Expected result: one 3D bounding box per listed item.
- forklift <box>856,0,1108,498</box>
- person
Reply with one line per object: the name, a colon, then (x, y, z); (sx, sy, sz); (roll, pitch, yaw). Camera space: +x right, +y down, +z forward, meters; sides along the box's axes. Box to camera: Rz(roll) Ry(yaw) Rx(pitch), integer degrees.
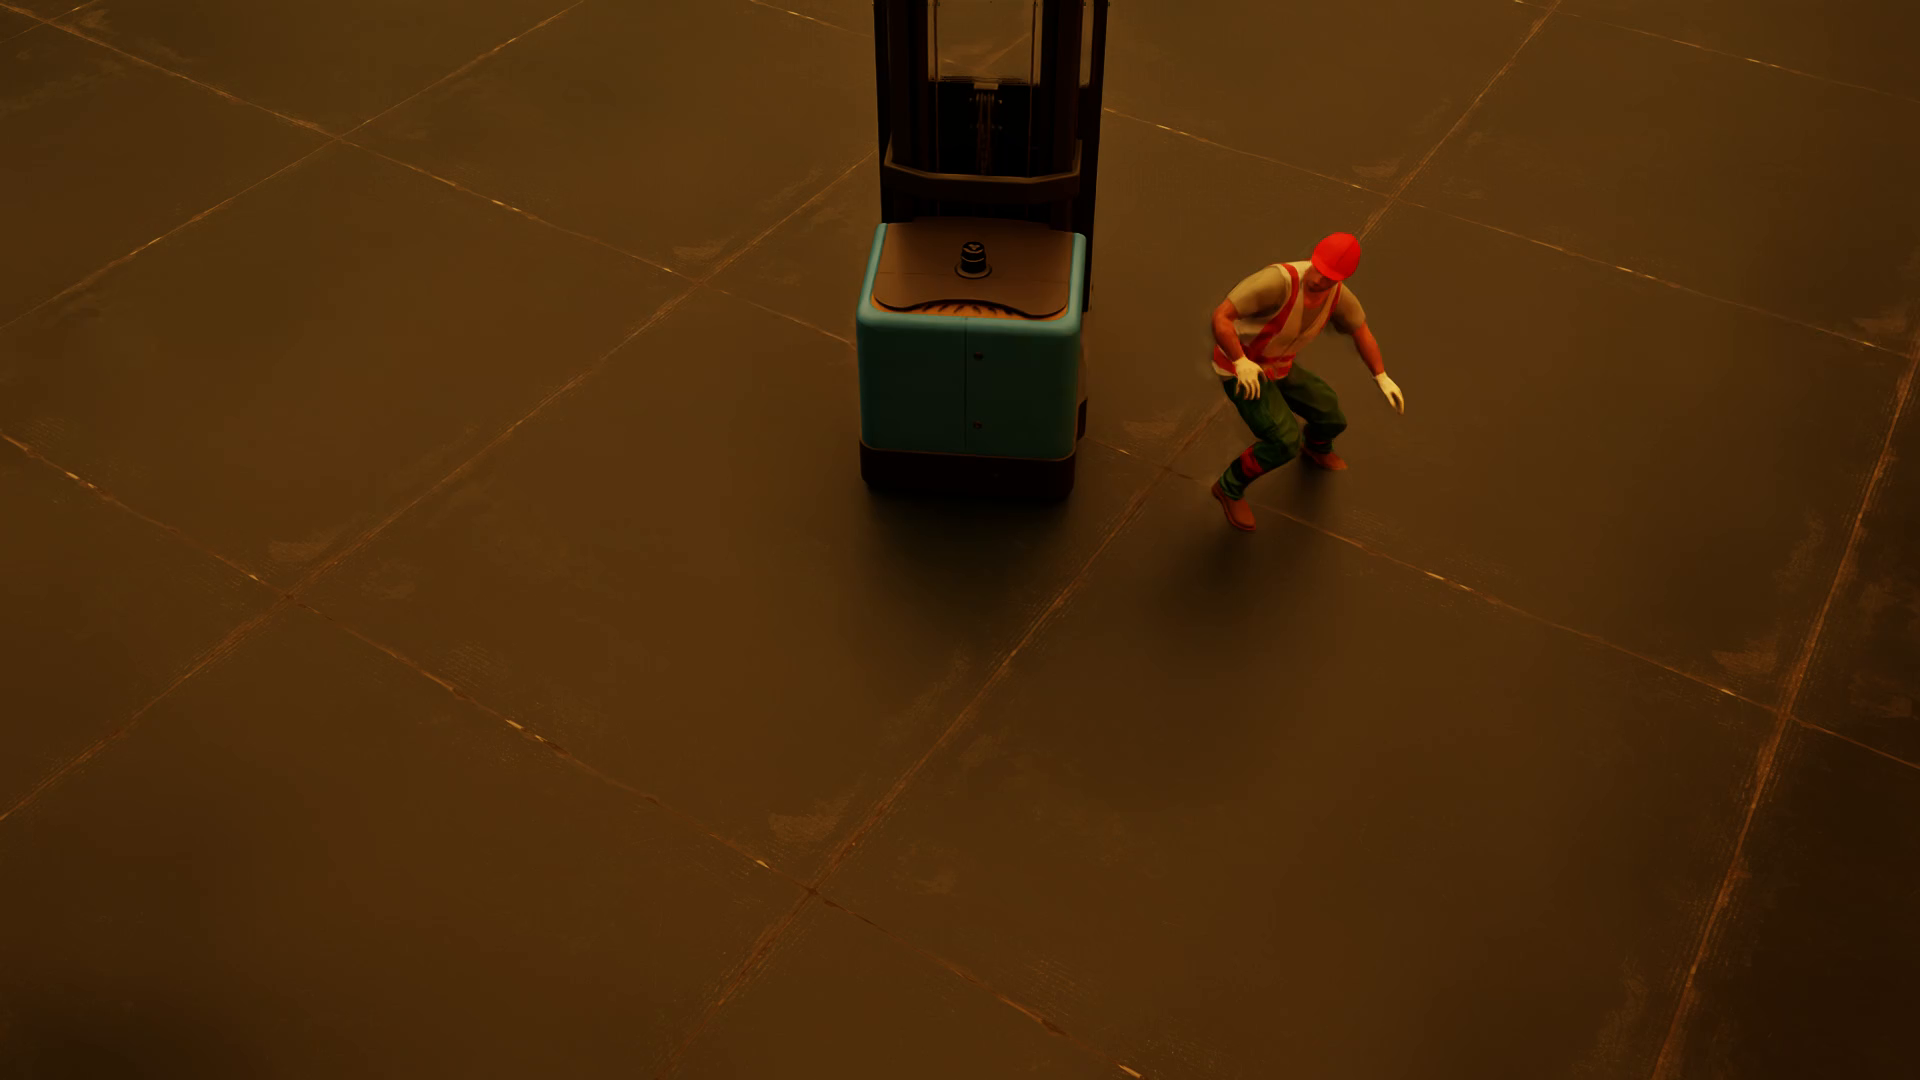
forklift: (0.166, -2.279, 8.252); (1.130, 2.935, 3.031); (4, 44, 4)
person: (1.581, -0.764, 7.726); (0.887, 1.545, 0.709); (-26, 49, -25)
